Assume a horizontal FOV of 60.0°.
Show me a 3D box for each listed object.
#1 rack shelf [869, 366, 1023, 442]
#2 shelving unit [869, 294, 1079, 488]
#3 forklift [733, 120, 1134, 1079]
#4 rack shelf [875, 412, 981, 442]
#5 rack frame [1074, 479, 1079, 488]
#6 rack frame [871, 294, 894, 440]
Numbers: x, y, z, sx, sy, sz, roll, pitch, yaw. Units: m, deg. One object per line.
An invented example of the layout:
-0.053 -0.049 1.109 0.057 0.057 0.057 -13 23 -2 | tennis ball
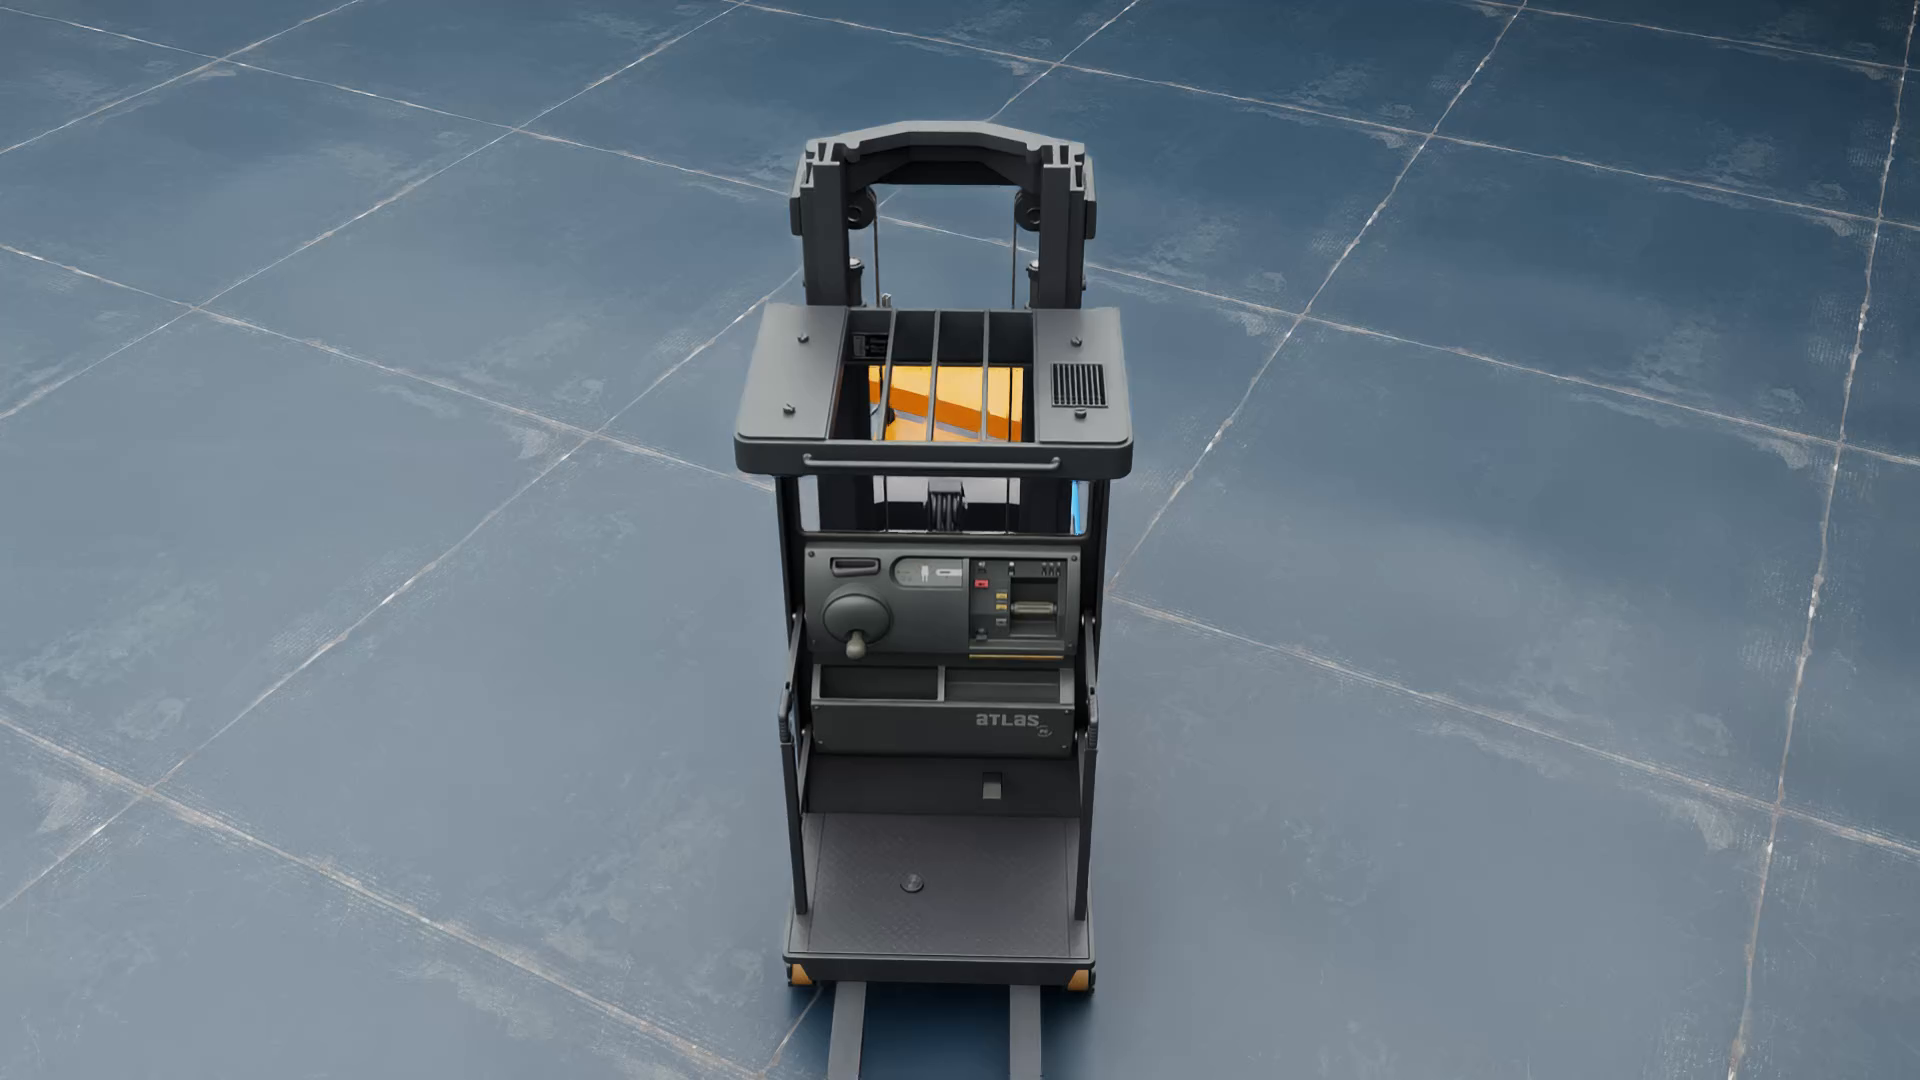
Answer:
-0.006 -0.683 7.735 1.000 0.278 0.538 17 41 21 | rack shelf
-0.006 -0.450 7.912 1.048 1.125 0.538 17 41 21 | shelving unit
-0.063 0.281 5.455 1.130 2.935 3.031 1 37 1 | forklift
-0.006 -0.255 8.060 1.000 0.278 0.538 17 41 21 | rack shelf
0.445 -0.309 7.726 0.032 1.125 0.500 17 41 21 | rack frame
-0.457 -0.591 8.099 0.032 1.125 0.500 17 41 21 | rack frame
